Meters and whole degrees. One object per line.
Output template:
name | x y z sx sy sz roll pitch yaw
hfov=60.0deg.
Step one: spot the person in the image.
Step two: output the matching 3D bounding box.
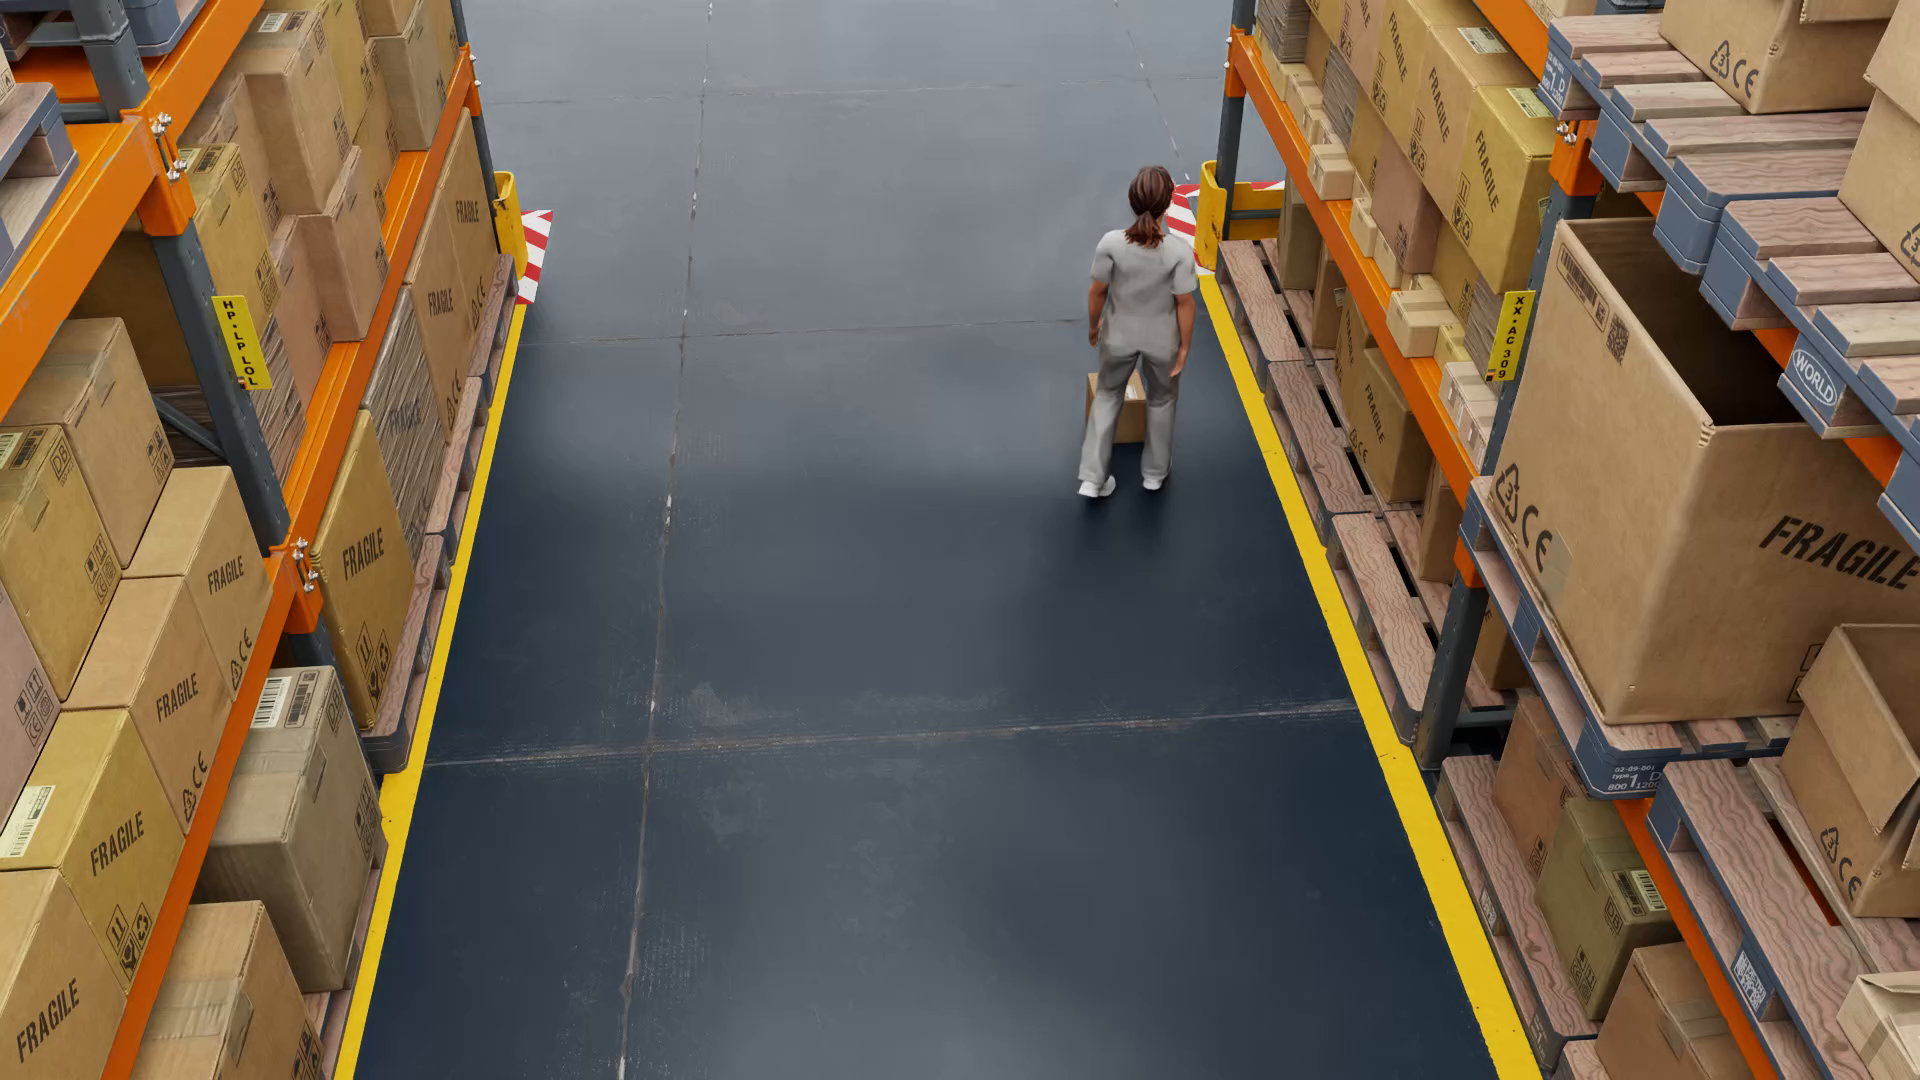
person | 0.793 -0.900 7.280 0.469 1.668 0.540 9 40 11
